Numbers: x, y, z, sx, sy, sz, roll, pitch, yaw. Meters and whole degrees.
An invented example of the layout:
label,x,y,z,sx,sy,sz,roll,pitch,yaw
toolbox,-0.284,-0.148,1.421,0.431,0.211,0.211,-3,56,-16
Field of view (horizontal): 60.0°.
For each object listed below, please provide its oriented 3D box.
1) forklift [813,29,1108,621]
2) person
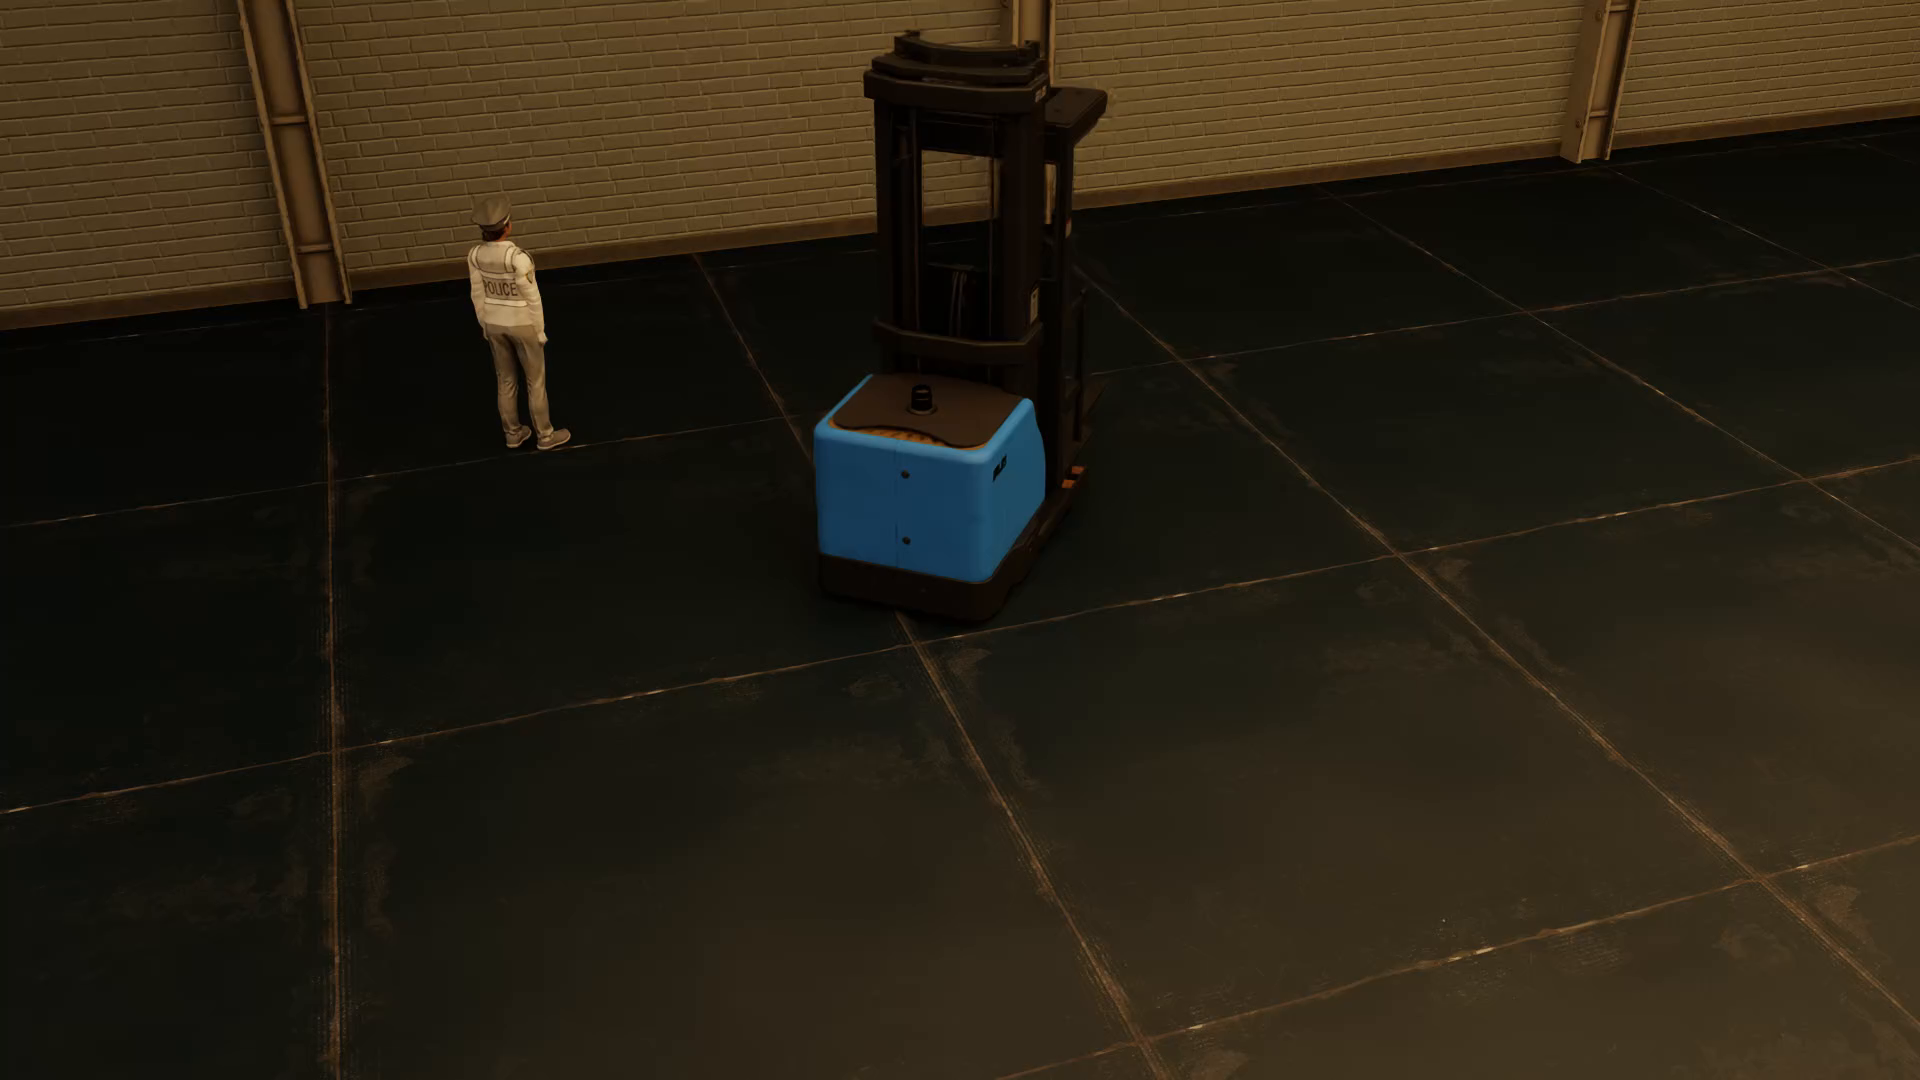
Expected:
label,x,y,z,sx,sy,sz,roll,pitch,yaw
forklift,0.180,-1.548,9.777,1.130,2.935,3.031,11,32,18
person,-2.880,-1.381,10.734,0.464,1.694,0.355,7,31,13
